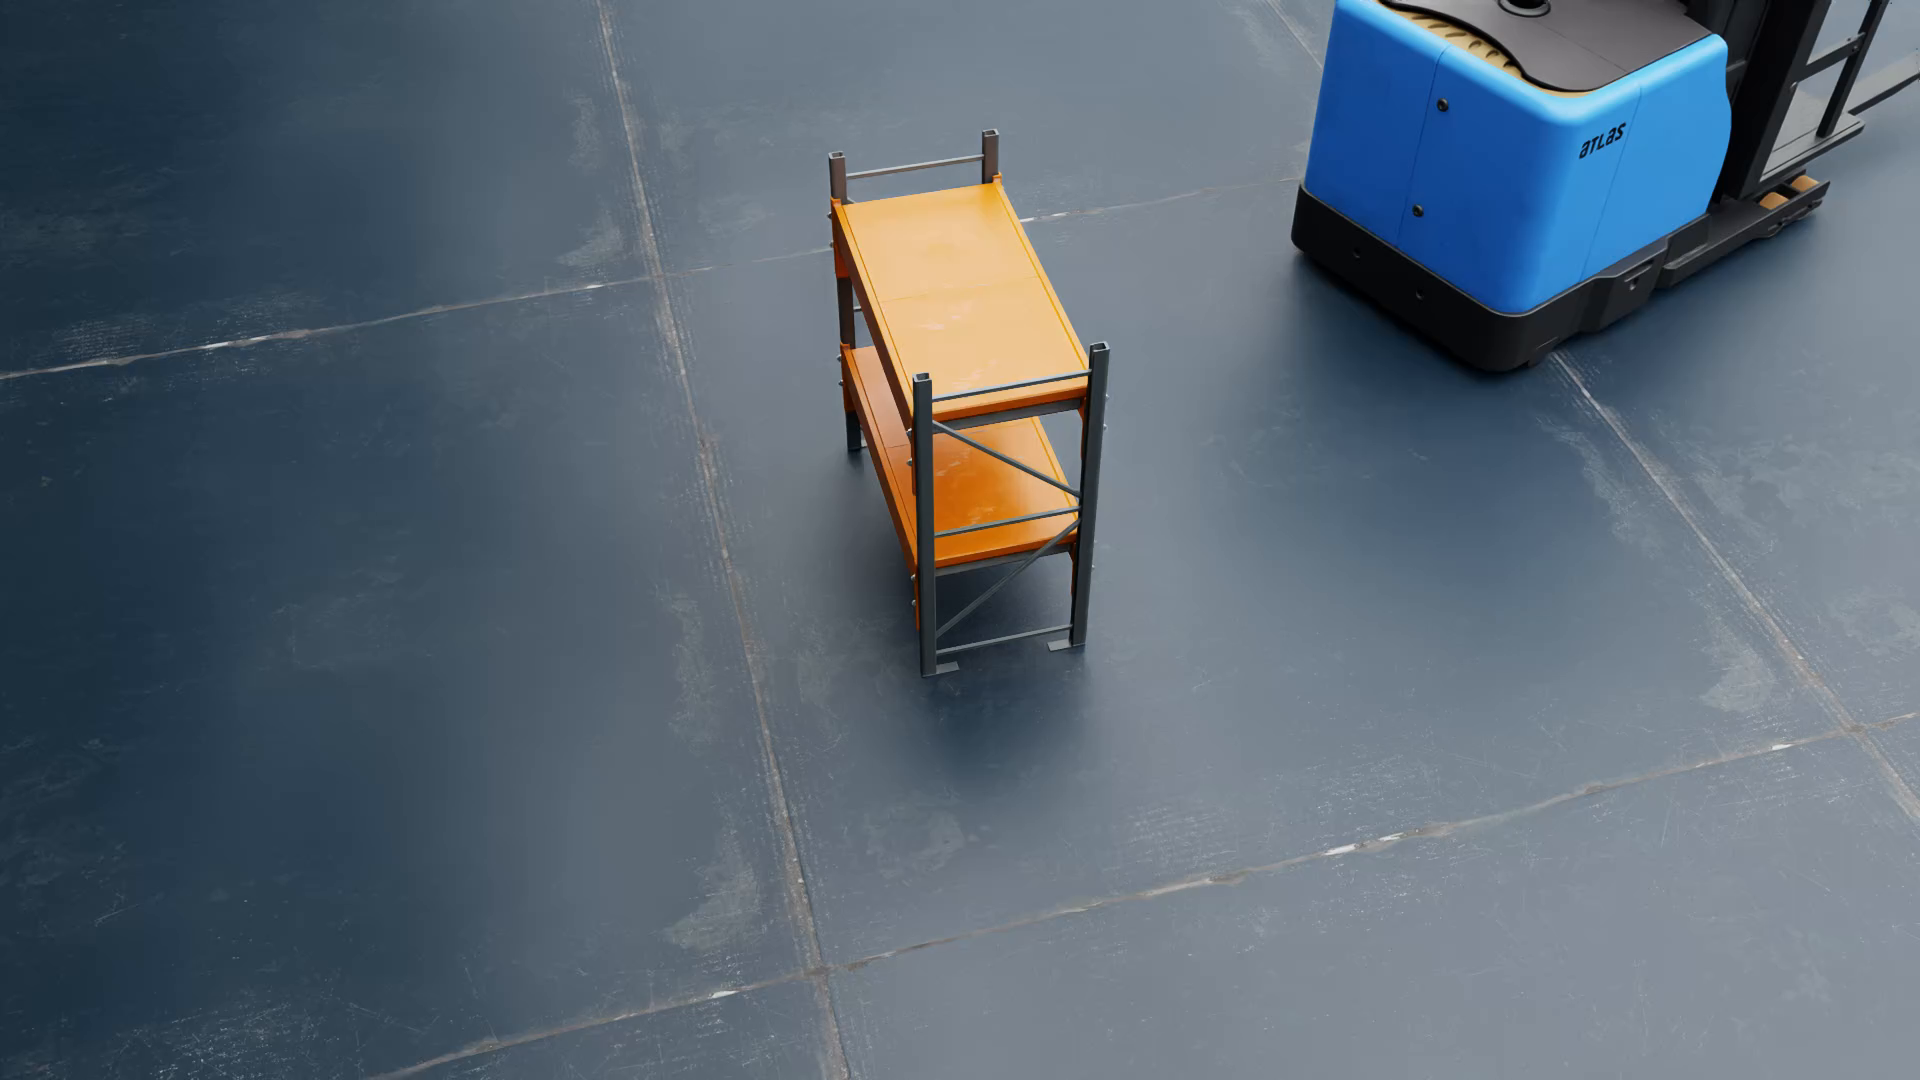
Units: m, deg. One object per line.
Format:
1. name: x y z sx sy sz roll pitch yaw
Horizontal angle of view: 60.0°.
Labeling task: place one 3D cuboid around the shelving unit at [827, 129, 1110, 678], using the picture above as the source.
1. shelving unit: -0.002 -0.398 4.853 0.538 1.125 1.048 -11 47 -10

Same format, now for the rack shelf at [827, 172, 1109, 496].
1. rack shelf: -0.002 -0.603 4.644 0.538 0.278 1.000 -11 47 -10

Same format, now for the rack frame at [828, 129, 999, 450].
1. rack frame: -0.132 -0.749 5.197 0.500 1.125 0.032 -11 47 -10

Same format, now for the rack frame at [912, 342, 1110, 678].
1. rack frame: 0.128 -0.047 4.509 0.500 1.125 0.032 -11 47 -10

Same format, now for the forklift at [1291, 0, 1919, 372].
1. forklift: 2.734 -2.466 5.615 3.031 2.935 1.130 -28 52 -25

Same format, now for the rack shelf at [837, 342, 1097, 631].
1. rack shelf: -0.002 -0.227 5.027 0.538 0.278 1.000 -11 47 -10
